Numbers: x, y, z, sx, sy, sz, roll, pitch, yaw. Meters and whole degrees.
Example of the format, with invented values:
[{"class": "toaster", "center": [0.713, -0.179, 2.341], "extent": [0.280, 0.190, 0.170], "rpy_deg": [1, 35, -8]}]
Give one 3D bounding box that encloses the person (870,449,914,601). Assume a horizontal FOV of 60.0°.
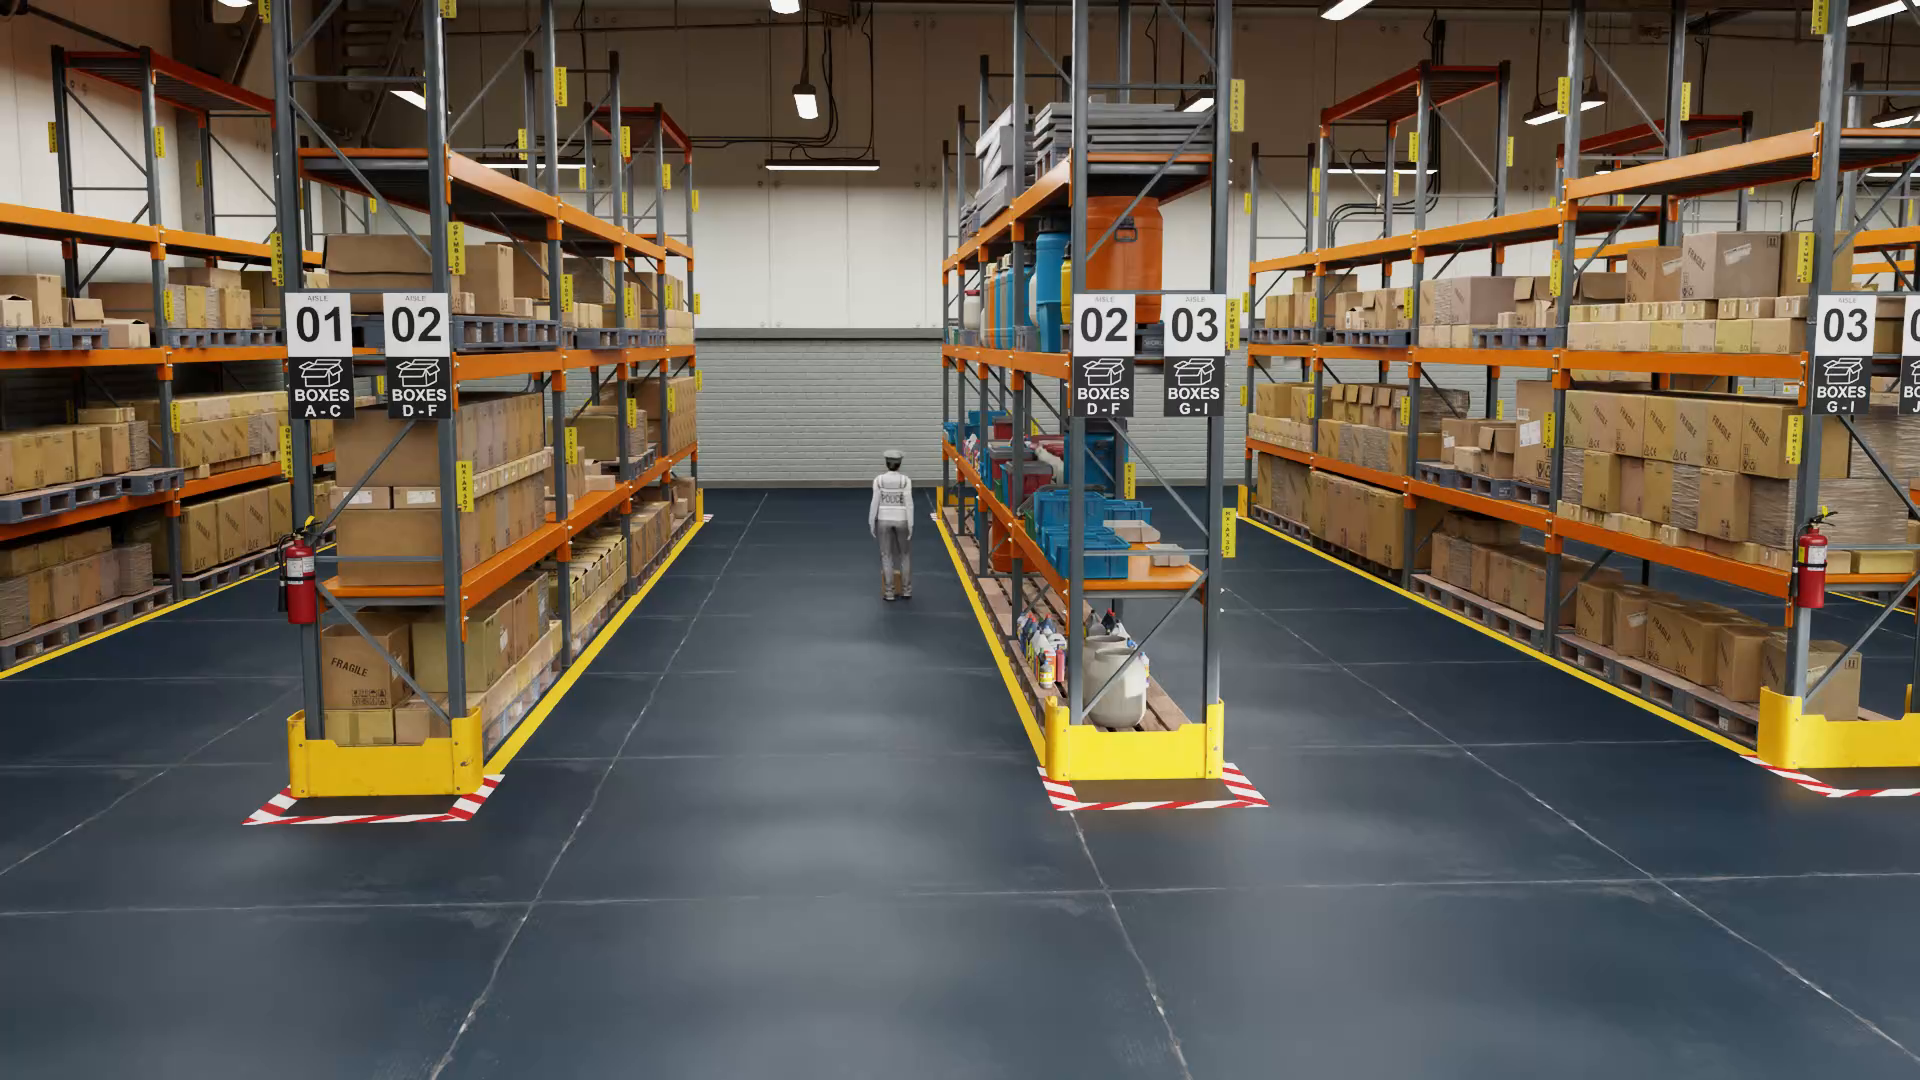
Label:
[{"class": "person", "center": [-0.766, -0.172, 18.606], "extent": [0.490, 1.683, 0.456], "rpy_deg": [0, 7, -3]}]
